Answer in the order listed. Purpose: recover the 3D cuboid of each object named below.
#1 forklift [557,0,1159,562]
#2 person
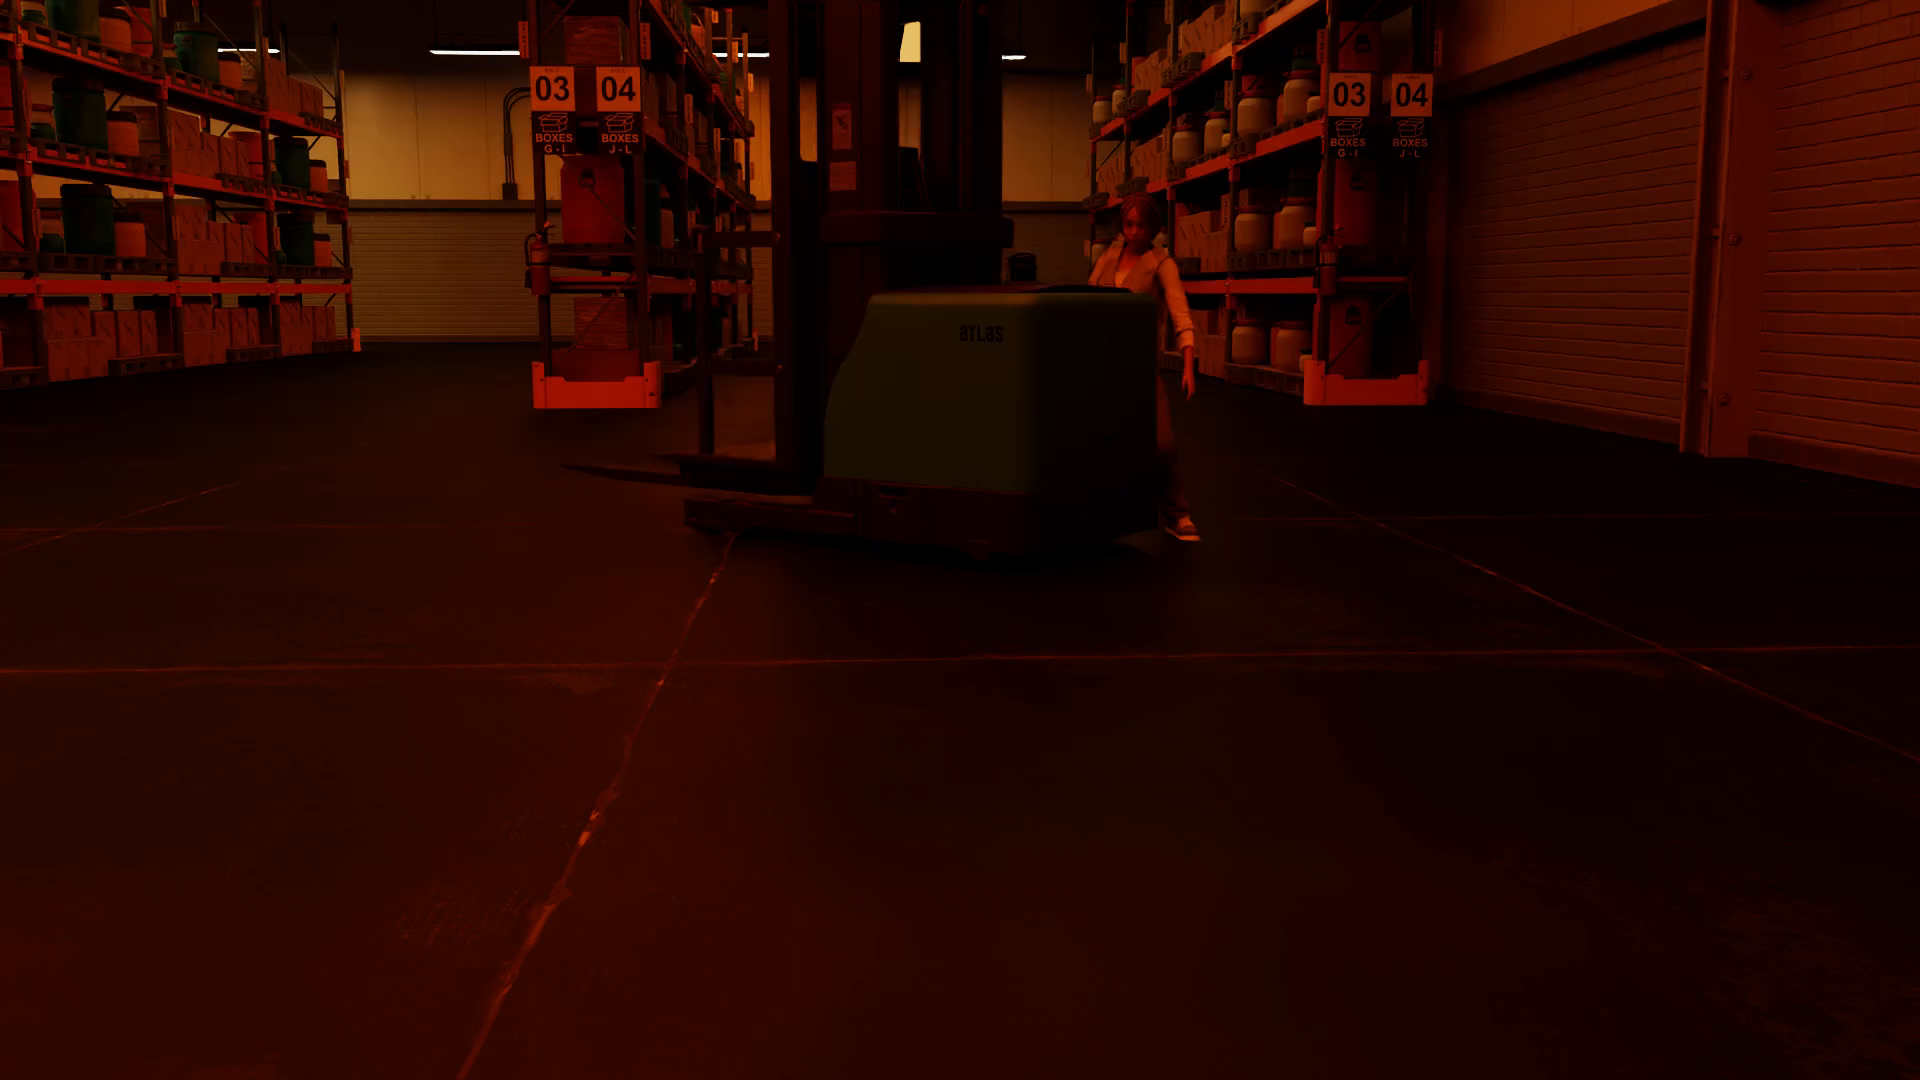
[{"bbox_3d":[-0.622,-1.512,7.517,3.031,2.935,1.130,6,11,37],"label":"forklift"},{"bbox_3d":[0.718,-0.758,7.327,0.763,1.515,0.452,6,10,35],"label":"person"}]
